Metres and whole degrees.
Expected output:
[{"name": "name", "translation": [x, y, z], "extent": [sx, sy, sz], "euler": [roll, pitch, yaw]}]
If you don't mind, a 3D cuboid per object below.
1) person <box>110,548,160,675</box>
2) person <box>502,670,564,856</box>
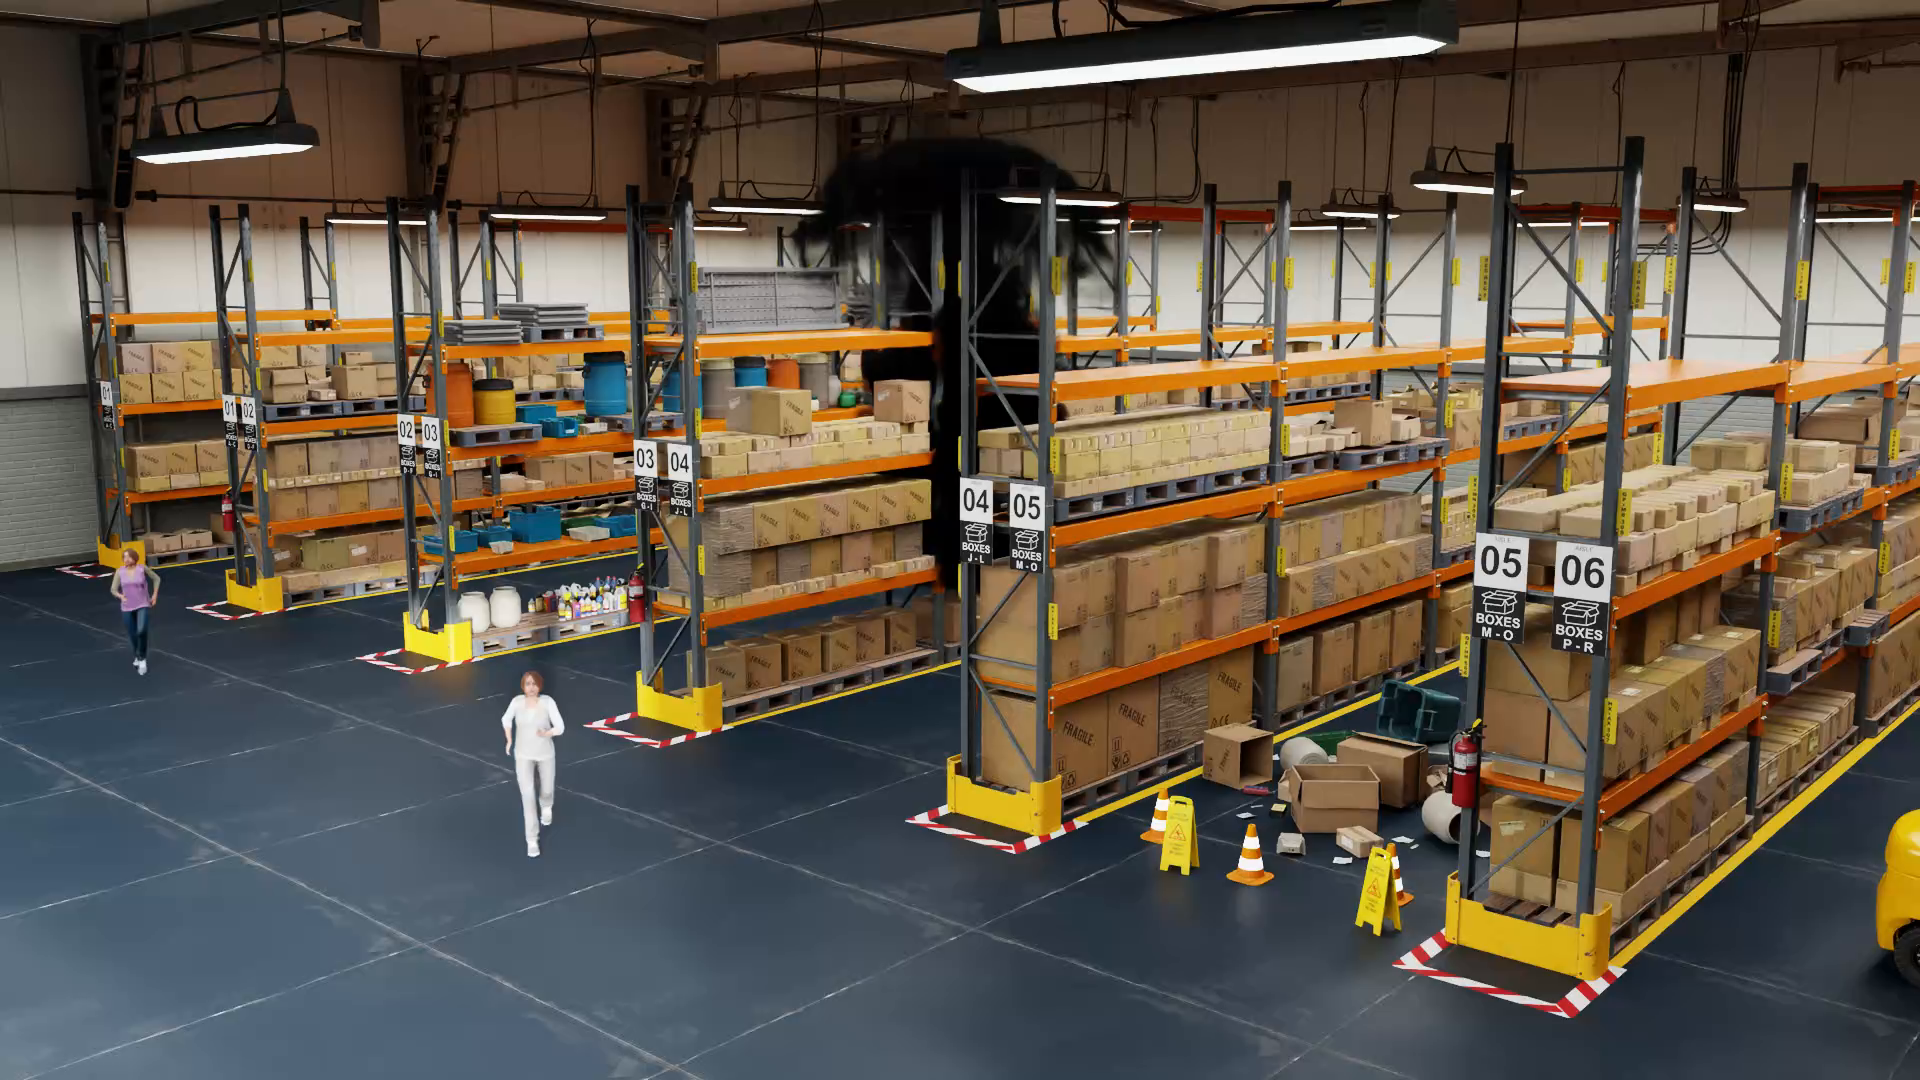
[{"name": "person", "translation": [-10.483, 0.894, 21.157], "extent": [0.543, 1.609, 0.665], "euler": [-2, 10, -14]}, {"name": "person", "translation": [-3.792, 1.929, 14.812], "extent": [0.541, 1.578, 0.886], "euler": [-2, 10, -13]}]
